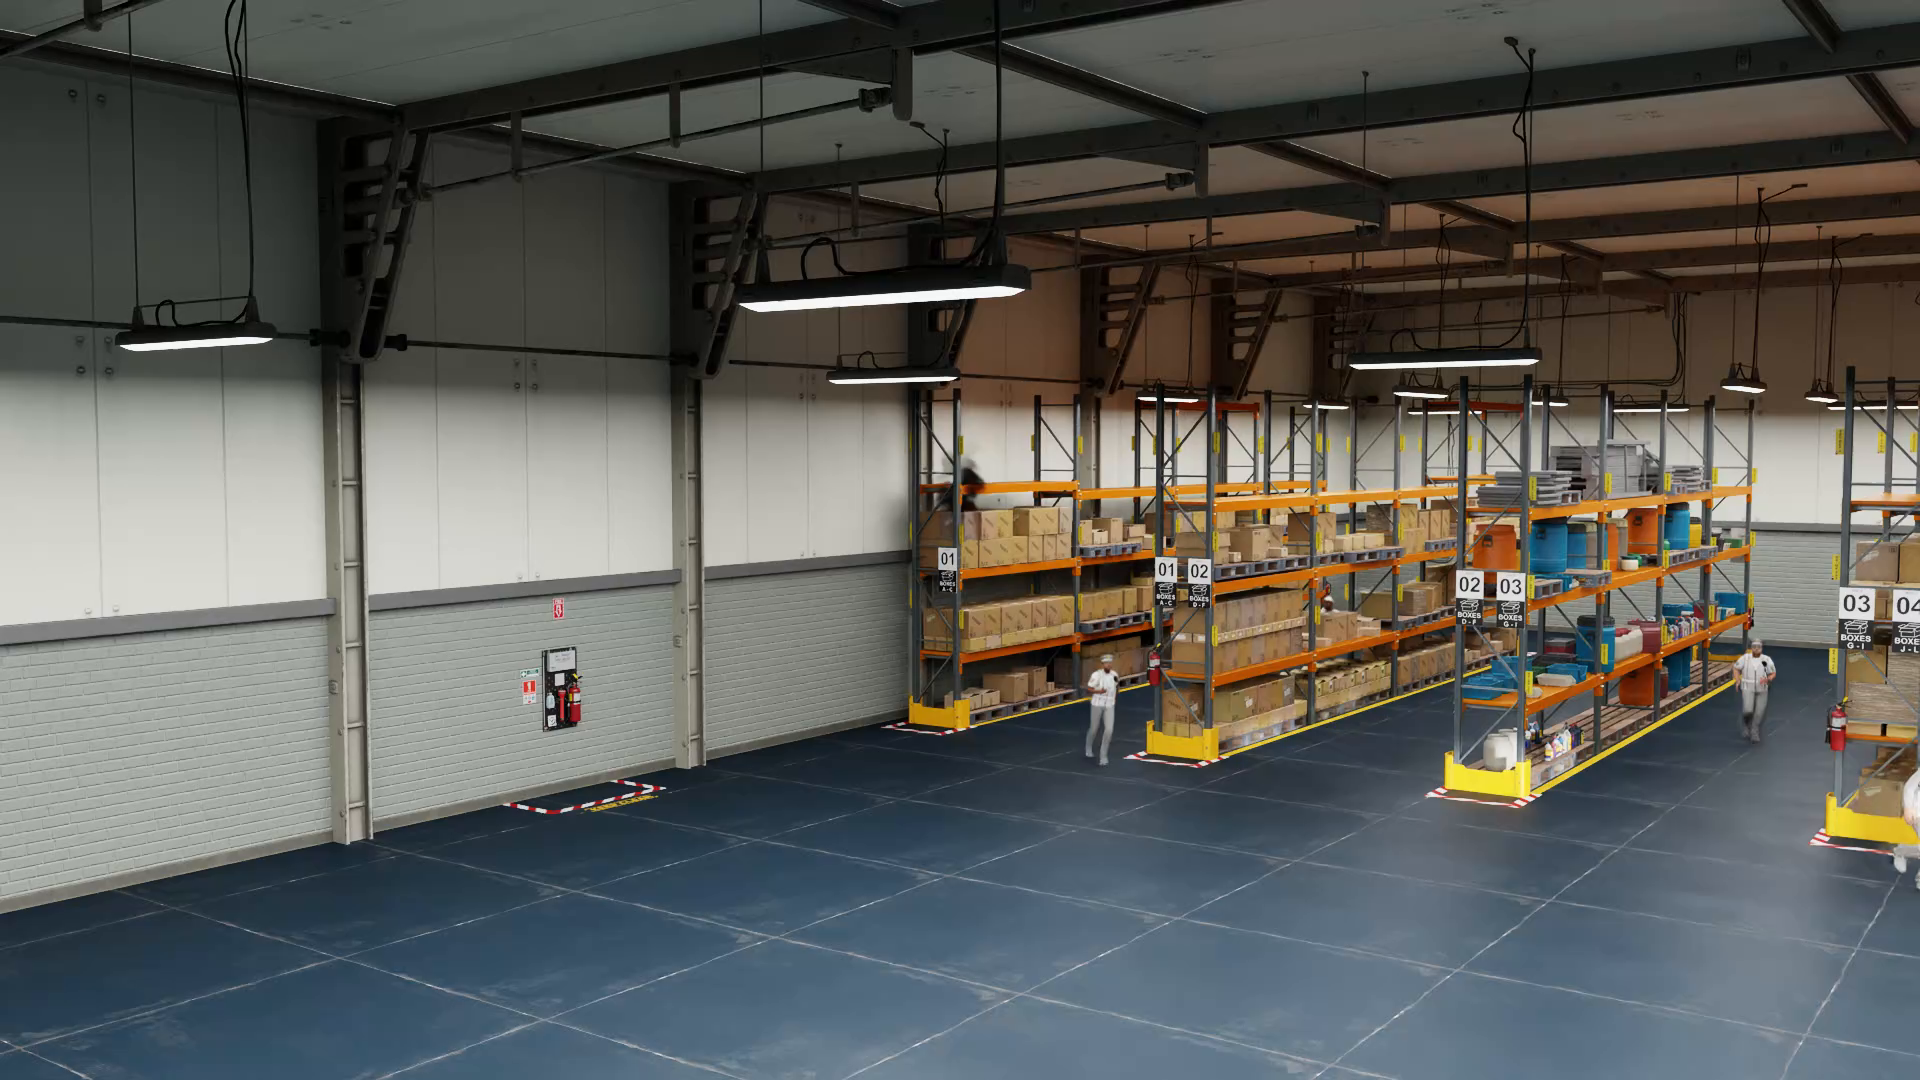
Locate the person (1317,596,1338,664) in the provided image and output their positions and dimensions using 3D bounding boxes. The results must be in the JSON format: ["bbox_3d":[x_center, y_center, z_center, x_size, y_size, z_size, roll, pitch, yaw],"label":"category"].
[{"bbox_3d":[7.818,2.091,35.497,0.669,1.790,0.709,2,4,28],"label":"person"}]

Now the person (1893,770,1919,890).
[{"bbox_3d":[10.866,3.095,18.652,0.642,1.704,0.760,-1,4,-24],"label":"person"}]

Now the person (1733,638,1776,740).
[{"bbox_3d":[13.419,2.524,28.073,0.651,1.740,0.602,1,3,21],"label":"person"}]

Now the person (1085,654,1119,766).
[{"bbox_3d":[2.269,2.661,26.306,0.583,1.744,0.761,-1,3,-10],"label":"person"}]
